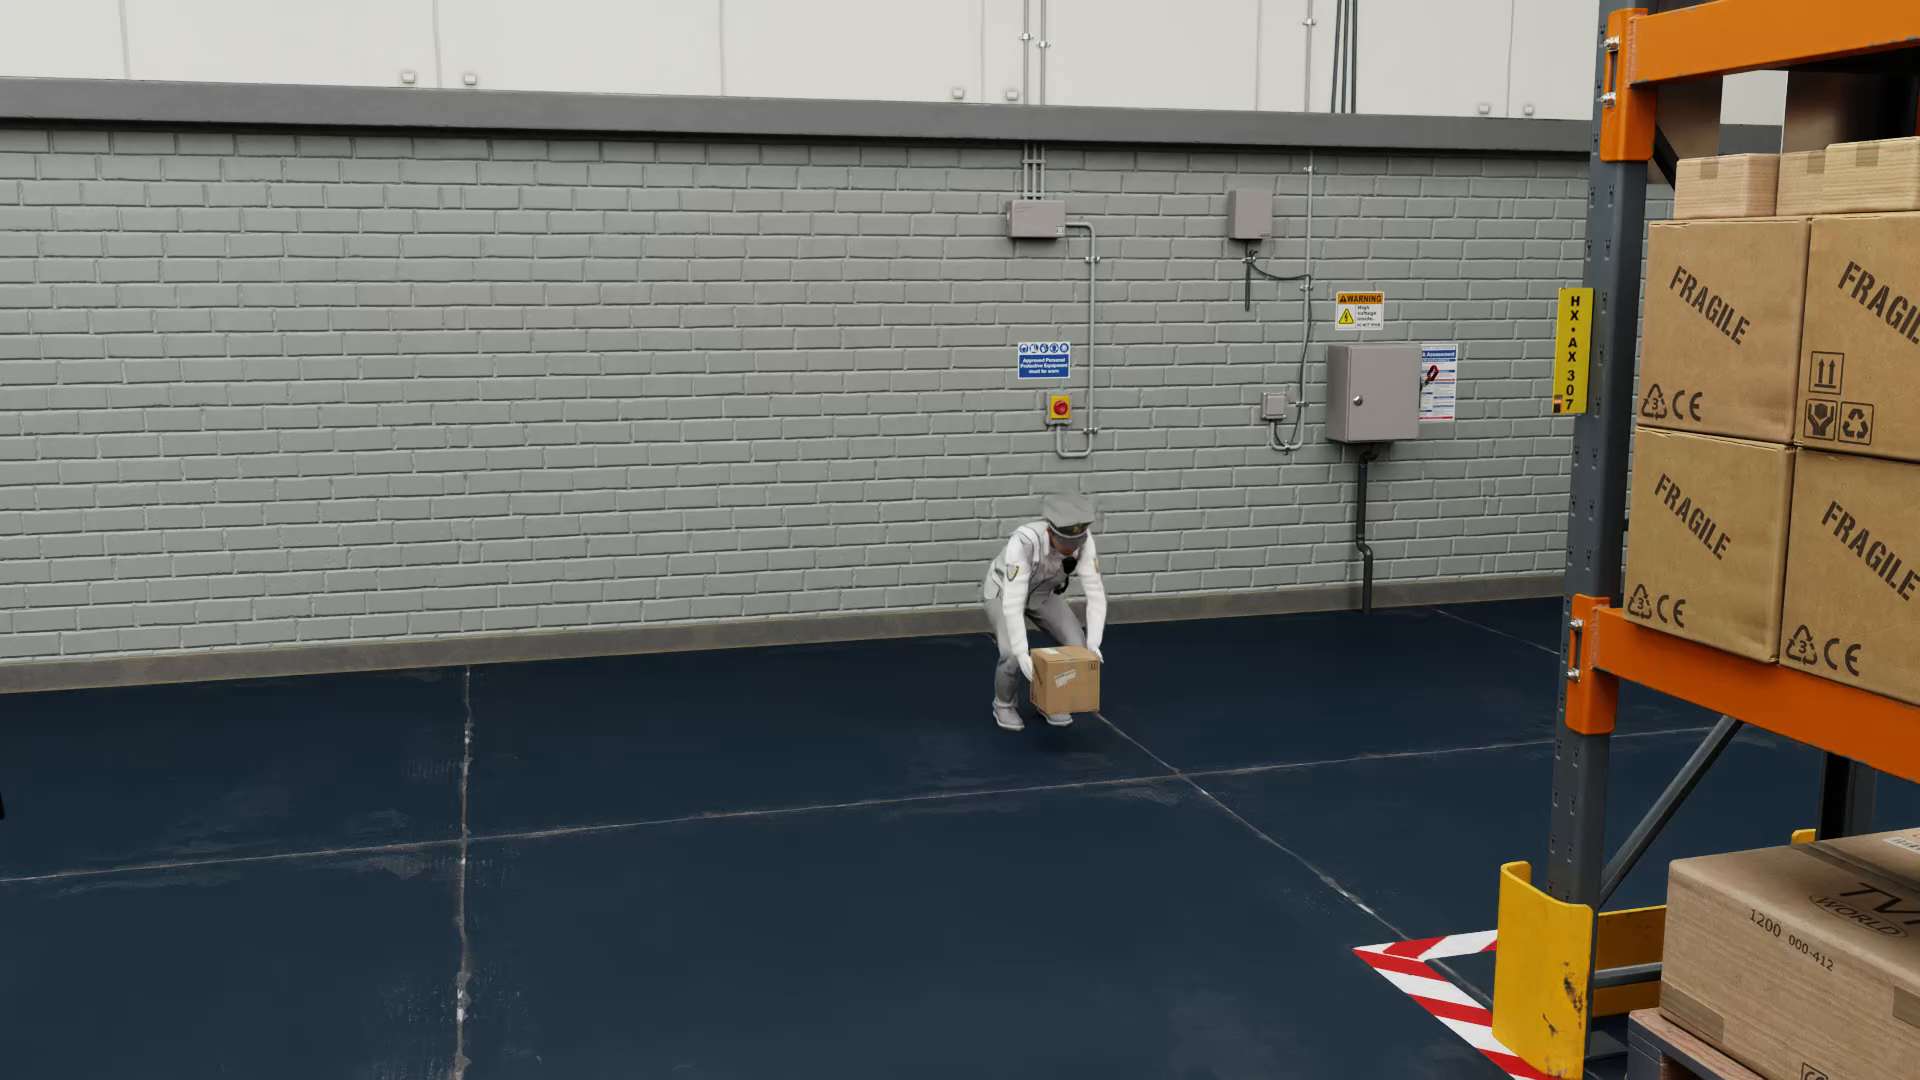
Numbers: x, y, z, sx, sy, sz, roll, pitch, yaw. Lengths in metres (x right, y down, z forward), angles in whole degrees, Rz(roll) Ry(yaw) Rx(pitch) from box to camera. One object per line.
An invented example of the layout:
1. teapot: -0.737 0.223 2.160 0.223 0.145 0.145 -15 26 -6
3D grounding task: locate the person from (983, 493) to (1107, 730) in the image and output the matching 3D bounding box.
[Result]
1. person: 0.409 0.331 7.926 0.520 1.163 0.789 -3 10 -16
